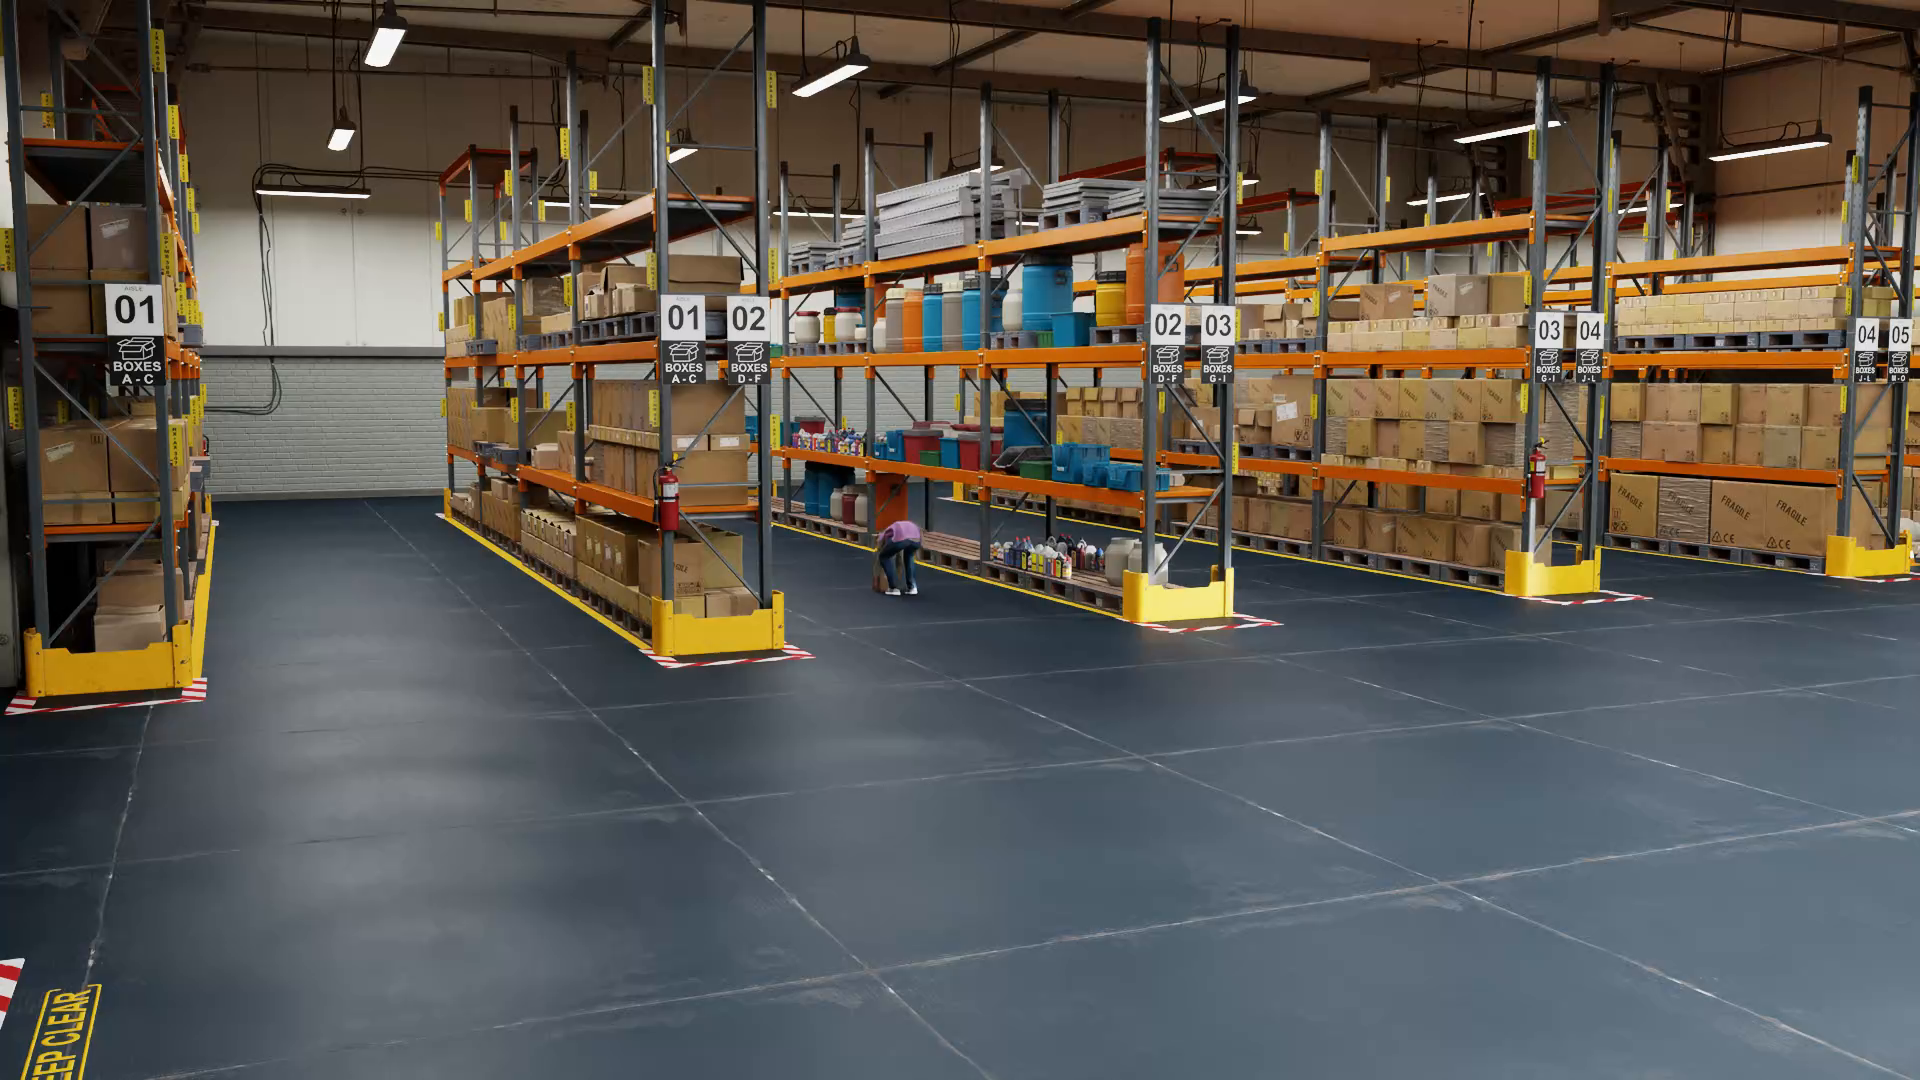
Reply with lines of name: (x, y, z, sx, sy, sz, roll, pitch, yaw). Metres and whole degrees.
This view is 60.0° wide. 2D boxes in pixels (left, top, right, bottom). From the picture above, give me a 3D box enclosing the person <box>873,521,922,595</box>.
person: (-0.719, 0.193, 19.095, 0.403, 0.844, 0.854, -3, 6, -26)
